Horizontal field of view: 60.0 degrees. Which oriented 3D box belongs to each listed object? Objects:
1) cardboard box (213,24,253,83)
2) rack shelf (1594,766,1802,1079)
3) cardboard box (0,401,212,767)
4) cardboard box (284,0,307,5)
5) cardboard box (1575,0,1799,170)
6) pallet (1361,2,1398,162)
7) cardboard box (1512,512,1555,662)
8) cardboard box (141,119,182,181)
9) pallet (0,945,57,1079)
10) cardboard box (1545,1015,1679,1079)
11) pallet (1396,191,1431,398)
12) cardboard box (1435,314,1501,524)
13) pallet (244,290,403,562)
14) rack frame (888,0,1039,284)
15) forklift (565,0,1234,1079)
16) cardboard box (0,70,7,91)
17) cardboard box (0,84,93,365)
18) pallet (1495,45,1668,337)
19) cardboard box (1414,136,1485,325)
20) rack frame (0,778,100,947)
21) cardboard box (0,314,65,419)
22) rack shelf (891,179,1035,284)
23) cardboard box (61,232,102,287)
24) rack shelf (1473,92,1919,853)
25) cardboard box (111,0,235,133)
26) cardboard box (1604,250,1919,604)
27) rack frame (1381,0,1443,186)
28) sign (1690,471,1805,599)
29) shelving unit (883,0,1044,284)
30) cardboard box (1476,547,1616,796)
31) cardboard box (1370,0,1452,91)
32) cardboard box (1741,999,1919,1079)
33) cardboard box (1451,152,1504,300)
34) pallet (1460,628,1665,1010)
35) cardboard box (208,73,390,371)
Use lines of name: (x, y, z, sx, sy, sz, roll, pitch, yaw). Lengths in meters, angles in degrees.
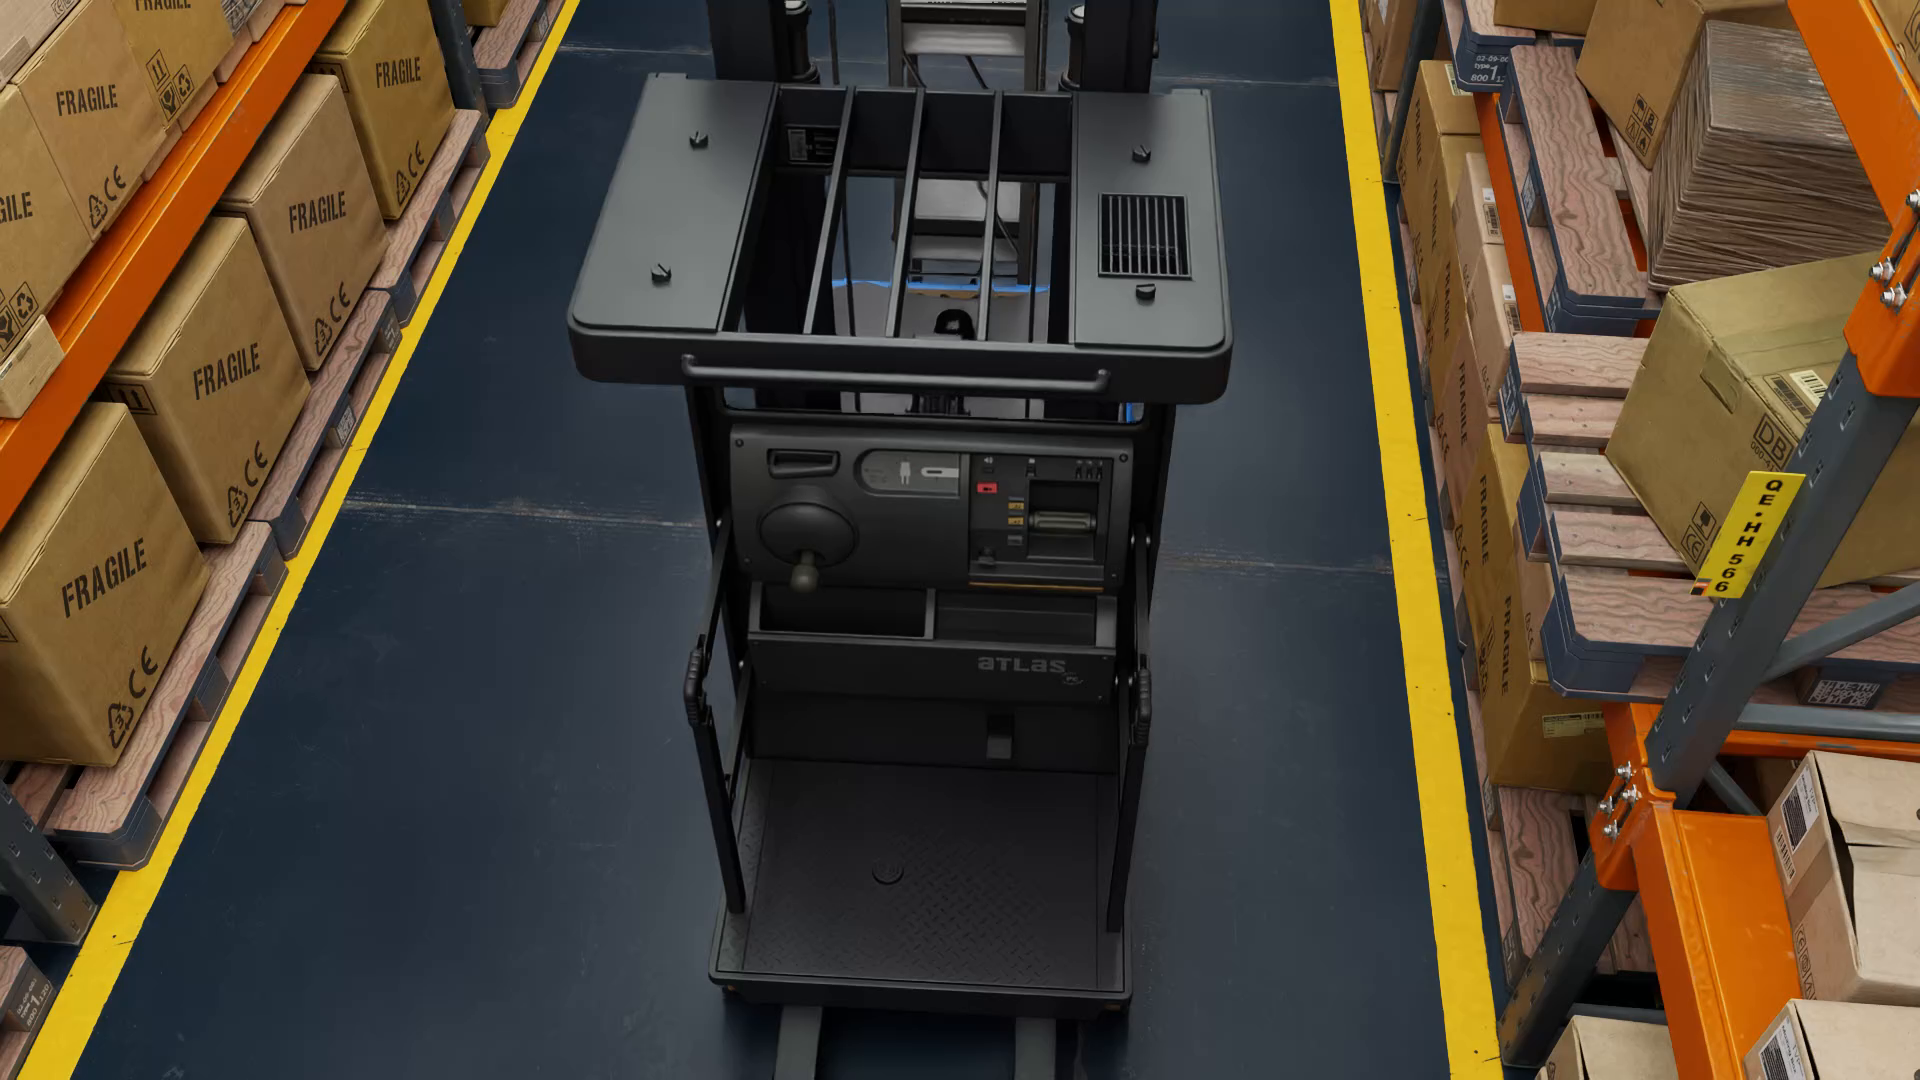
cardboard box: (-2.520, -1.605, 5.342, 0.380, 0.149, 0.250, 3, 48, 2)
rack shelf: (1.774, 2.101, 2.283, 1.077, 0.370, 4.000, 4, 48, 4)
cardboard box: (-2.779, 0.111, 4.788, 0.750, 0.750, 0.750, 3, 48, 3)
cardboard box: (-2.395, -1.963, 5.669, 0.380, 0.149, 0.250, 4, 48, 4)
cardboard box: (2.222, -1.424, 4.667, 0.700, 0.500, 0.500, -7, 48, -6)
pallet: (2.385, -2.114, 7.541, 1.003, 0.211, 1.213, 4, 48, 4)
cardboard box: (1.809, 0.086, 4.526, 0.500, 0.250, 0.500, 6, 48, 5)
cardboard box: (-2.587, -1.218, 4.988, 0.380, 0.149, 0.250, 4, 48, 4)
pallet: (-3.049, 1.574, 4.168, 1.003, 0.211, 1.213, 4, 48, 4)
cardboard box: (1.617, 1.351, 3.680, 0.500, 0.311, 0.500, 5, 48, 5)
pallet: (2.285, -1.009, 6.530, 1.003, 0.211, 1.213, 4, 48, 4)
cardboard box: (1.897, -0.385, 5.466, 0.500, 0.500, 0.500, 2, 48, 2)
pallet: (-2.716, -0.469, 6.036, 1.003, 0.211, 1.213, 4, 48, 4)
rack frame: (0.009, -0.806, 5.064, 0.400, 2.100, 0.015, 2, 48, 2)
forklift: (-0.078, 0.040, 3.727, 1.130, 2.935, 3.031, 2, 48, 2)
cardboard box: (-2.630, -1.047, 3.884, 0.500, 0.250, 0.500, 3, 48, 3)
cardboard box: (-2.621, -0.806, 4.172, 0.500, 0.500, 0.500, 5, 48, 5)
pallet: (2.129, -0.976, 4.740, 1.003, 0.211, 1.213, 4, 48, 4)
cardboard box: (1.997, -1.124, 6.141, 0.500, 0.500, 0.500, 4, 48, 4)
rack frame: (-2.977, 0.058, 3.664, 1.000, 3.000, 0.127, 4, 48, 4)
cardboard box: (-2.576, -0.464, 4.298, 0.380, 0.149, 0.250, 5, 48, 5)
rack shelf: (0.023, -0.977, 5.239, 0.431, 0.518, 0.480, 2, 48, 2)
cardboard box: (-2.661, -0.849, 4.650, 0.380, 0.149, 0.250, 5, 48, 4)
rack shelf: (2.139, -0.838, 4.971, 1.077, 0.370, 4.000, 4, 48, 4)
cardboard box: (-2.535, -1.554, 4.856, 0.500, 0.500, 0.500, 5, 48, 5)
cardboard box: (1.902, -0.257, 3.600, 0.700, 0.500, 0.500, -11, 48, -10)
rack frame: (2.321, -2.551, 6.050, 1.000, 3.000, 0.127, 4, 48, 4)
sign: (1.415, -0.005, 2.991, 0.100, 0.325, 0.005, 4, 48, 4)
shelving unit: (0.023, -0.986, 5.229, 0.431, 2.100, 0.503, 2, 48, 2)
cardboard box: (1.808, 0.381, 4.765, 0.500, 0.500, 0.500, 6, 48, 5)
cardboard box: (2.091, -2.293, 7.210, 0.500, 0.500, 0.500, 4, 48, 4)
cardboard box: (1.682, 1.063, 2.805, 0.500, 0.311, 0.500, 3, 48, 3)
cardboard box: (1.943, -1.035, 5.551, 0.500, 0.250, 0.500, 4, 48, 4)
pallet: (2.062, 0.784, 4.890, 1.003, 0.211, 1.213, 4, 48, 4)
cardboard box: (-2.620, -1.157, 5.948, 0.750, 0.750, 0.750, 5, 48, 5)
